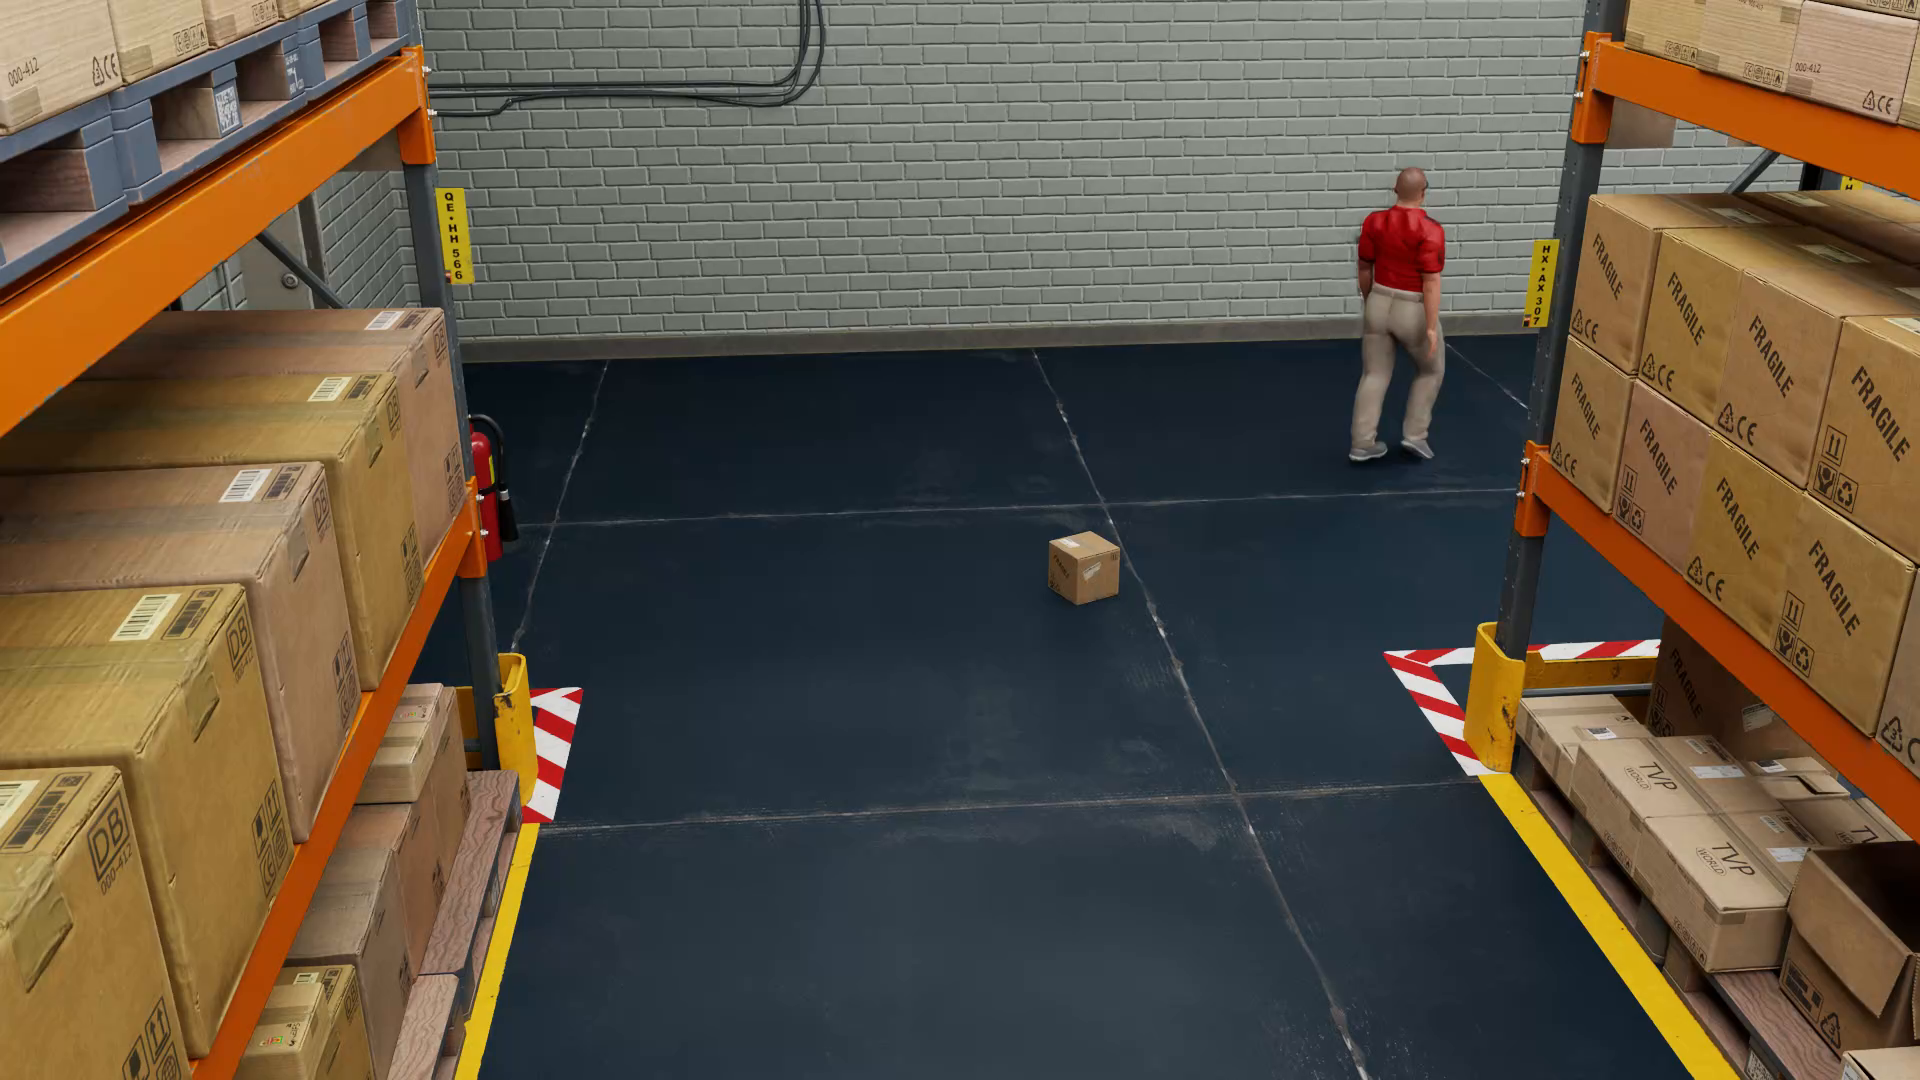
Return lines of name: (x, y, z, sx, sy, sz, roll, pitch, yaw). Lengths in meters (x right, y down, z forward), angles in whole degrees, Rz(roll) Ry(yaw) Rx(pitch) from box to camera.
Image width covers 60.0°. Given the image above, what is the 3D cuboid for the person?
person: (2.543, -1.250, 9.558, 0.577, 1.806, 0.583, 19, 30, 37)
